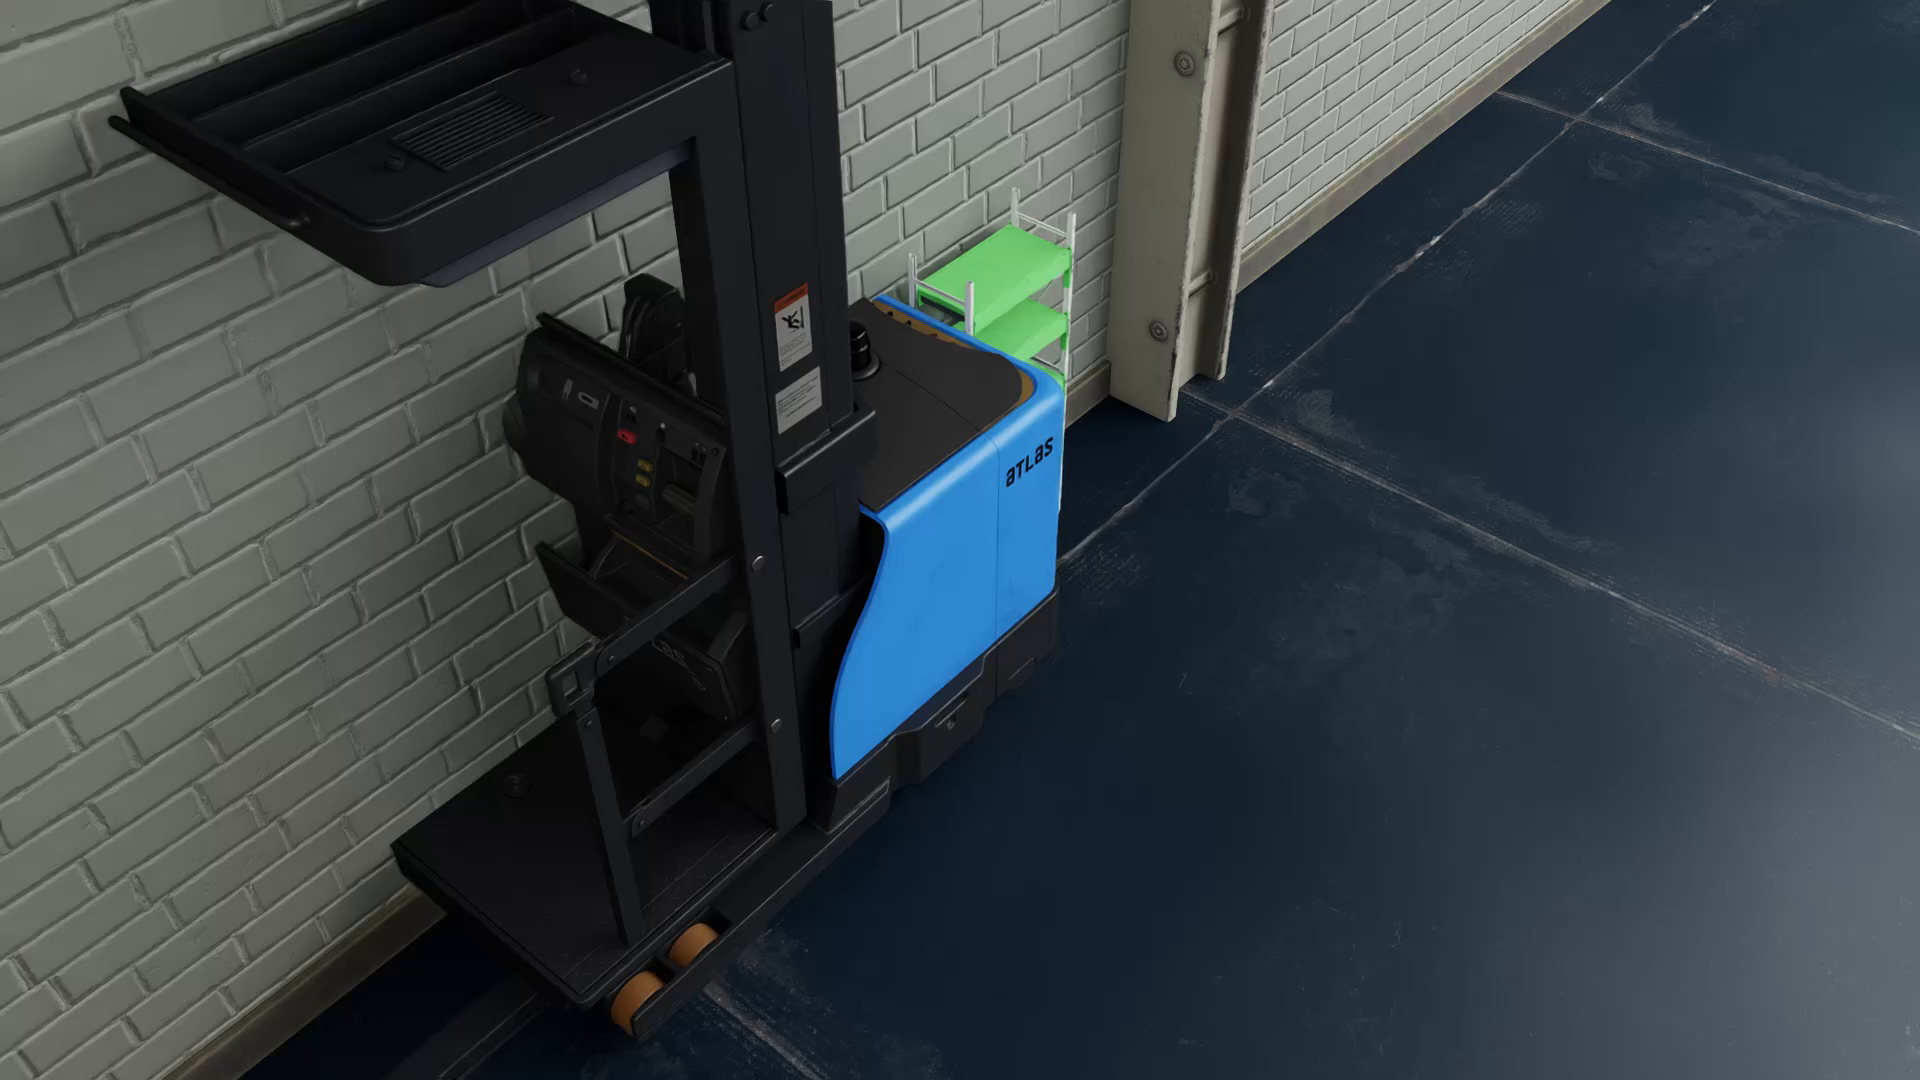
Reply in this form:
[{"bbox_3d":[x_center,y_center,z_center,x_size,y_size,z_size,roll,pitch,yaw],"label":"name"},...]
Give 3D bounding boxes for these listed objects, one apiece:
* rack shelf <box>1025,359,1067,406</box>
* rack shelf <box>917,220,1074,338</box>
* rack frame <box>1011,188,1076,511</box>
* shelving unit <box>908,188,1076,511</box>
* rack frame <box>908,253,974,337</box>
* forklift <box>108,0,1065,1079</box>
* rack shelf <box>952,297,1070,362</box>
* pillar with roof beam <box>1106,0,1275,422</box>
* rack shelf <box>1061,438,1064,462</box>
[{"bbox_3d":[0.100,-0.423,5.419,0.258,0.148,0.480,29,50,28],"label":"rack shelf"},{"bbox_3d":[0.100,-0.779,5.096,0.258,0.148,0.480,29,50,28],"label":"rack shelf"},{"bbox_3d":[0.256,-0.597,5.514,0.240,1.200,0.015,29,50,28],"label":"rack frame"},{"bbox_3d":[0.100,-0.471,5.376,0.258,1.200,0.503,29,50,28],"label":"shelving unit"},{"bbox_3d":[-0.057,-0.345,5.237,0.240,1.200,0.015,29,50,28],"label":"rack frame"},{"bbox_3d":[-1.022,-0.181,3.770,1.130,2.935,3.031,29,50,28],"label":"forklift"},{"bbox_3d":[0.100,-0.601,5.257,0.258,0.148,0.480,29,50,28],"label":"rack shelf"},{"bbox_3d":[4.083,-2.074,1.342,9.100,9.000,0.400,29,50,28],"label":"pillar with roof beam"},{"bbox_3d":[0.100,-0.246,5.580,0.258,0.148,0.480,29,50,28],"label":"rack shelf"}]
